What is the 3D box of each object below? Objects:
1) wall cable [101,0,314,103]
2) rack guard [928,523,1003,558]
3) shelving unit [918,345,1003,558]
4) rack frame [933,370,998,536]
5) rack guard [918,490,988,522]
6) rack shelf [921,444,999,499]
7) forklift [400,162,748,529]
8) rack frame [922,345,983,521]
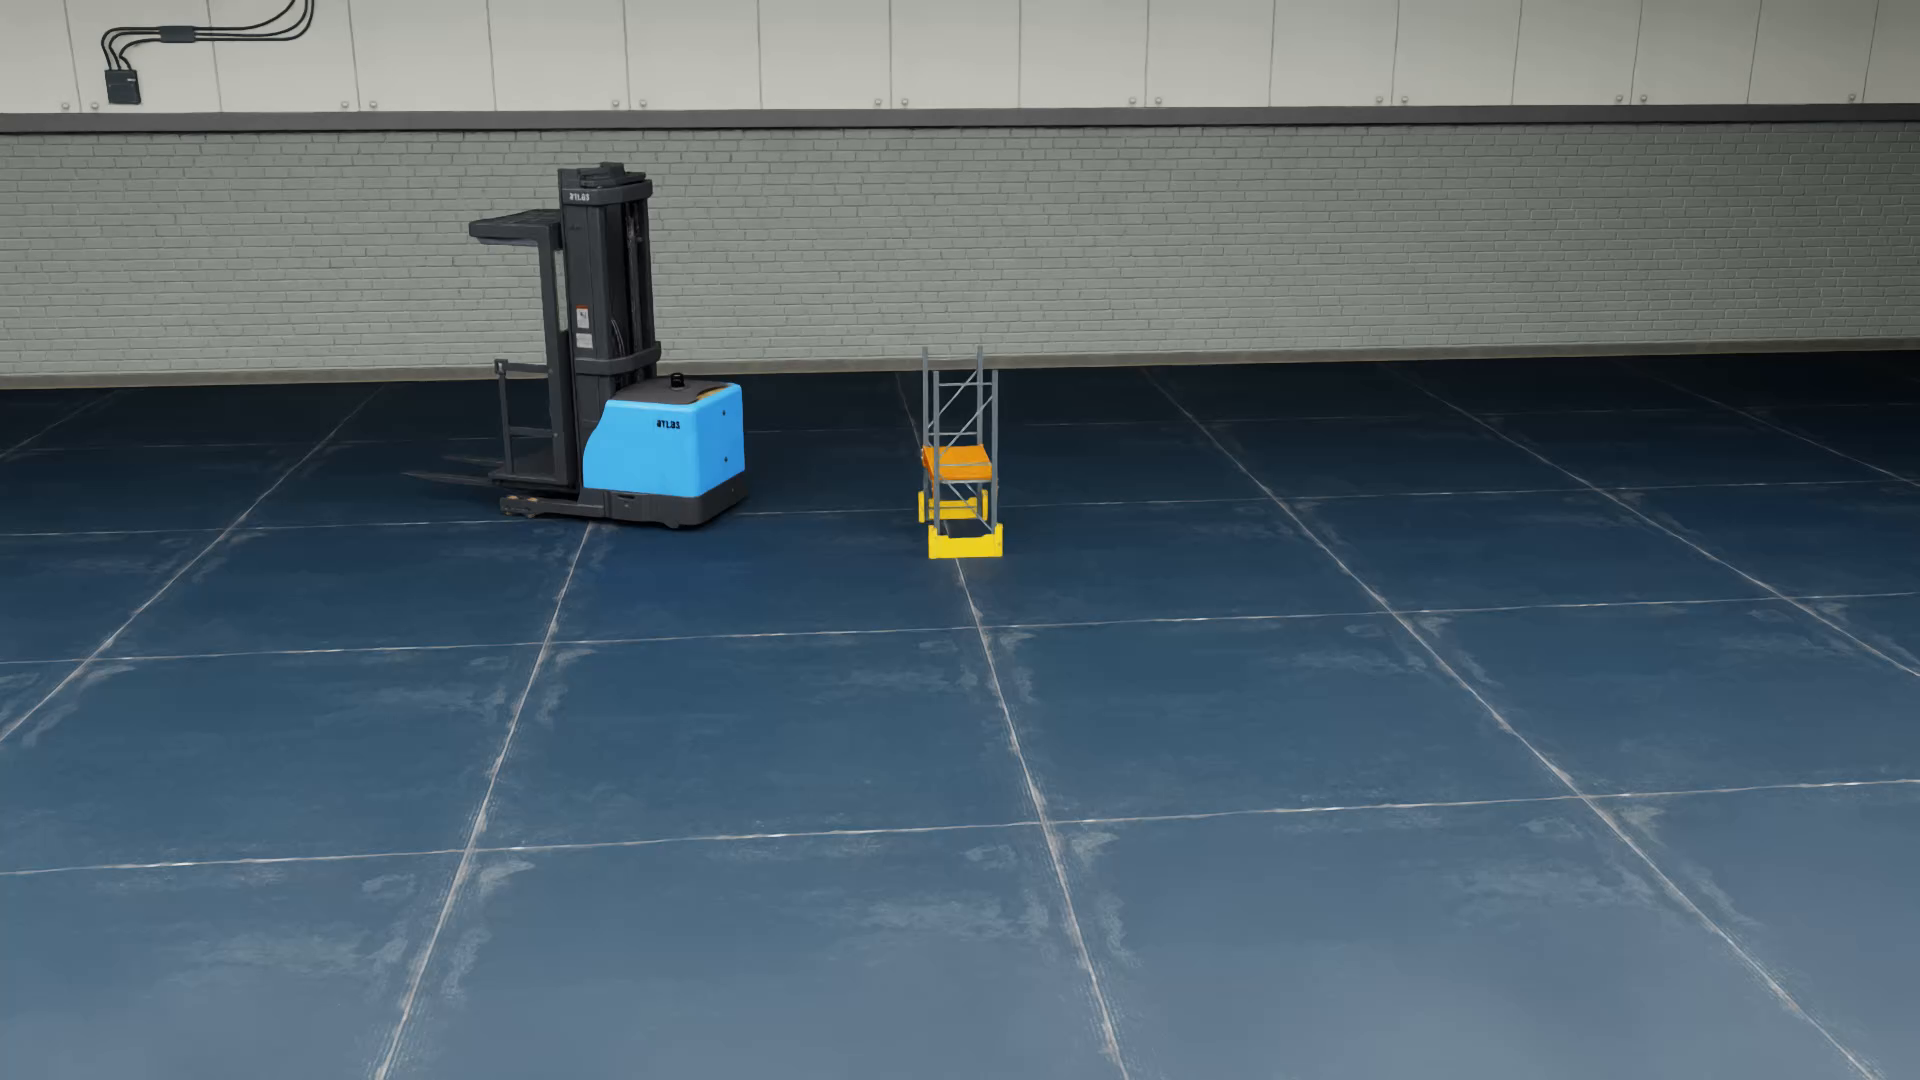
[{"bbox_3d":[-8.248,-7.729,17.596,2.305,6.003,0.169,-2,18,-6],"label":"wall cable"},{"bbox_3d":[0.044,0.006,13.239,0.587,0.250,0.087,-2,18,-6],"label":"rack guard"},{"bbox_3d":[-0.008,-0.738,13.525,0.587,1.500,1.083,-2,18,-6],"label":"shelving unit"},{"bbox_3d":[0.044,-0.590,13.051,0.500,1.500,0.032,-2,18,-6],"label":"rack frame"},{"bbox_3d":[-0.059,-0.290,14.185,0.587,0.250,0.087,-2,18,-6],"label":"rack guard"},{"bbox_3d":[-0.009,-0.569,13.587,0.538,0.185,1.000,-2,18,-6],"label":"rack shelf"},{"bbox_3d":[-3.452,-1.735,14.312,3.031,2.935,1.130,6,18,17],"label":"forklift"},{"bbox_3d":[-0.061,-0.892,14.016,0.500,1.500,0.032,-2,18,-6],"label":"rack frame"}]
